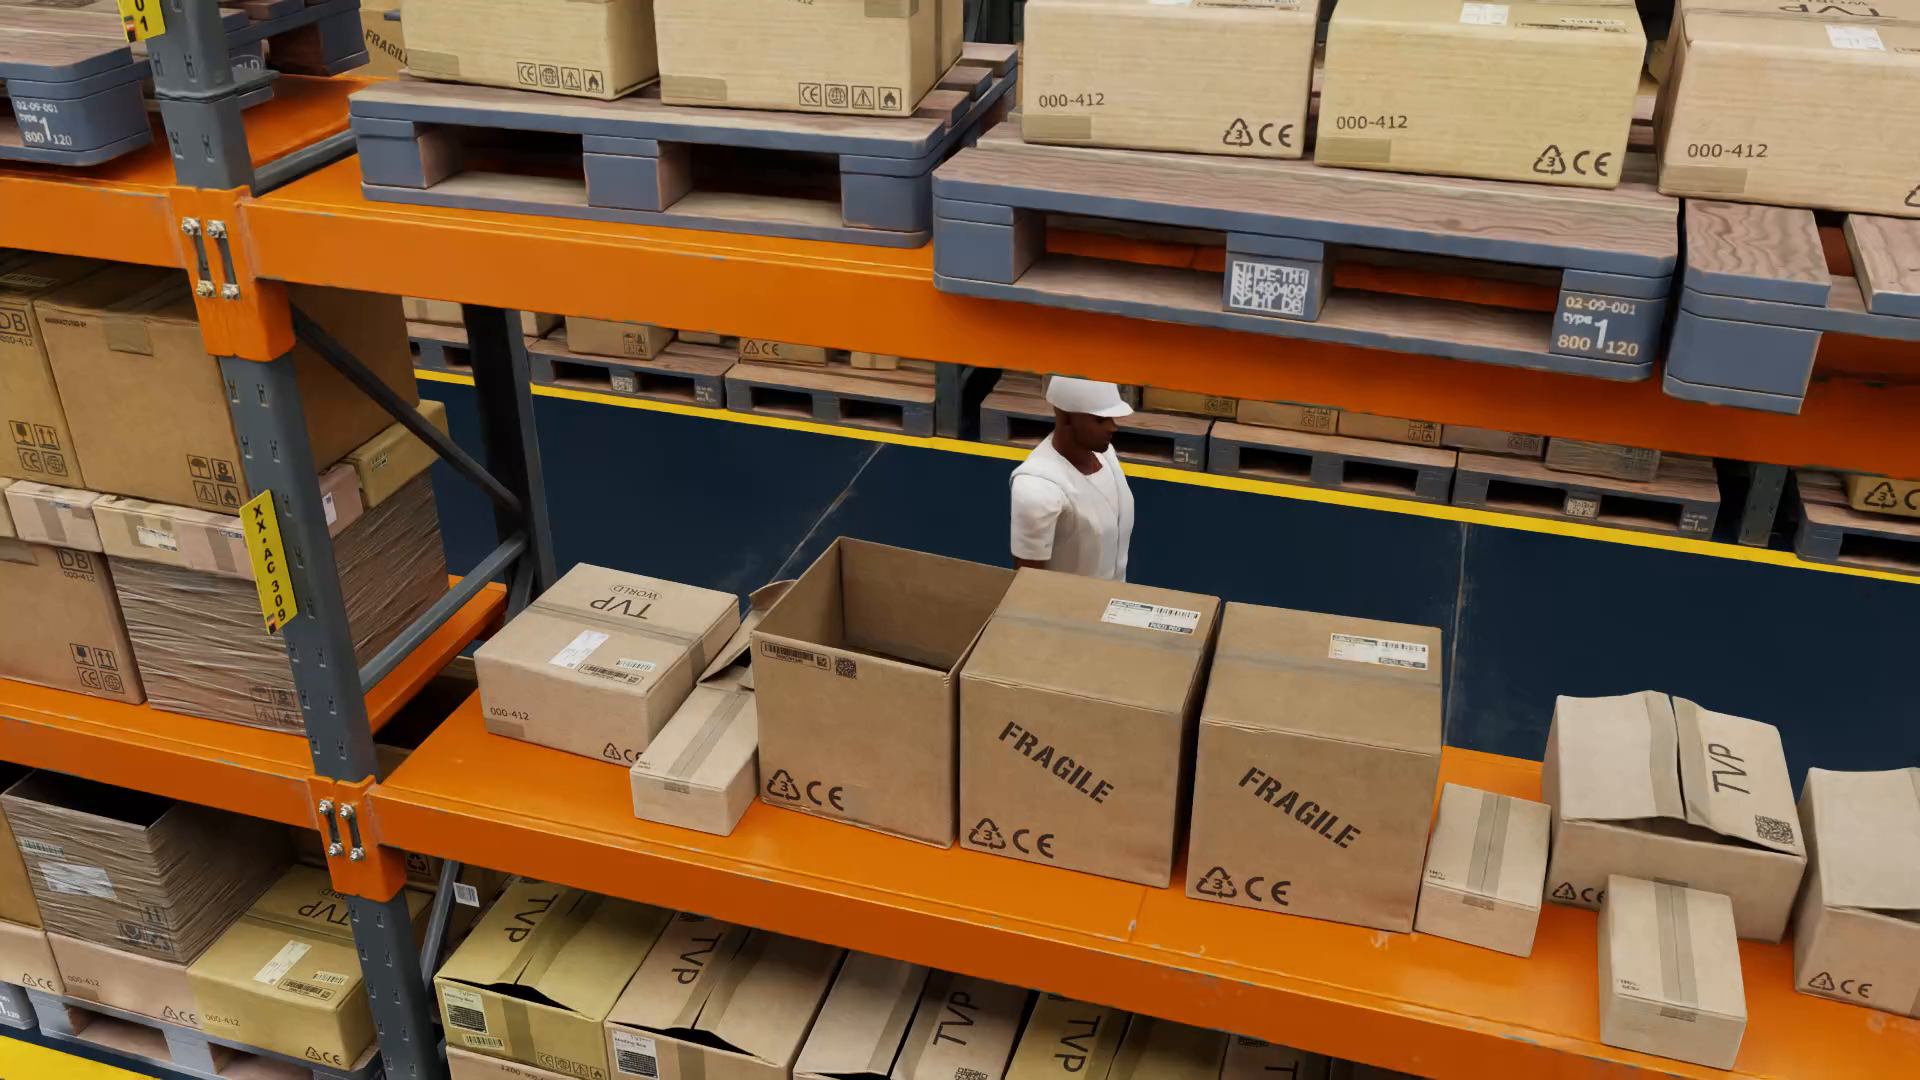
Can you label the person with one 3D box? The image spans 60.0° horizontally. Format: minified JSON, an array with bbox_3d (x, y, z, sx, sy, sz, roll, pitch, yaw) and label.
[{"bbox_3d":[0.370,0.220,5.674,0.500,1.766,0.583,14,32,24],"label":"person"}]
